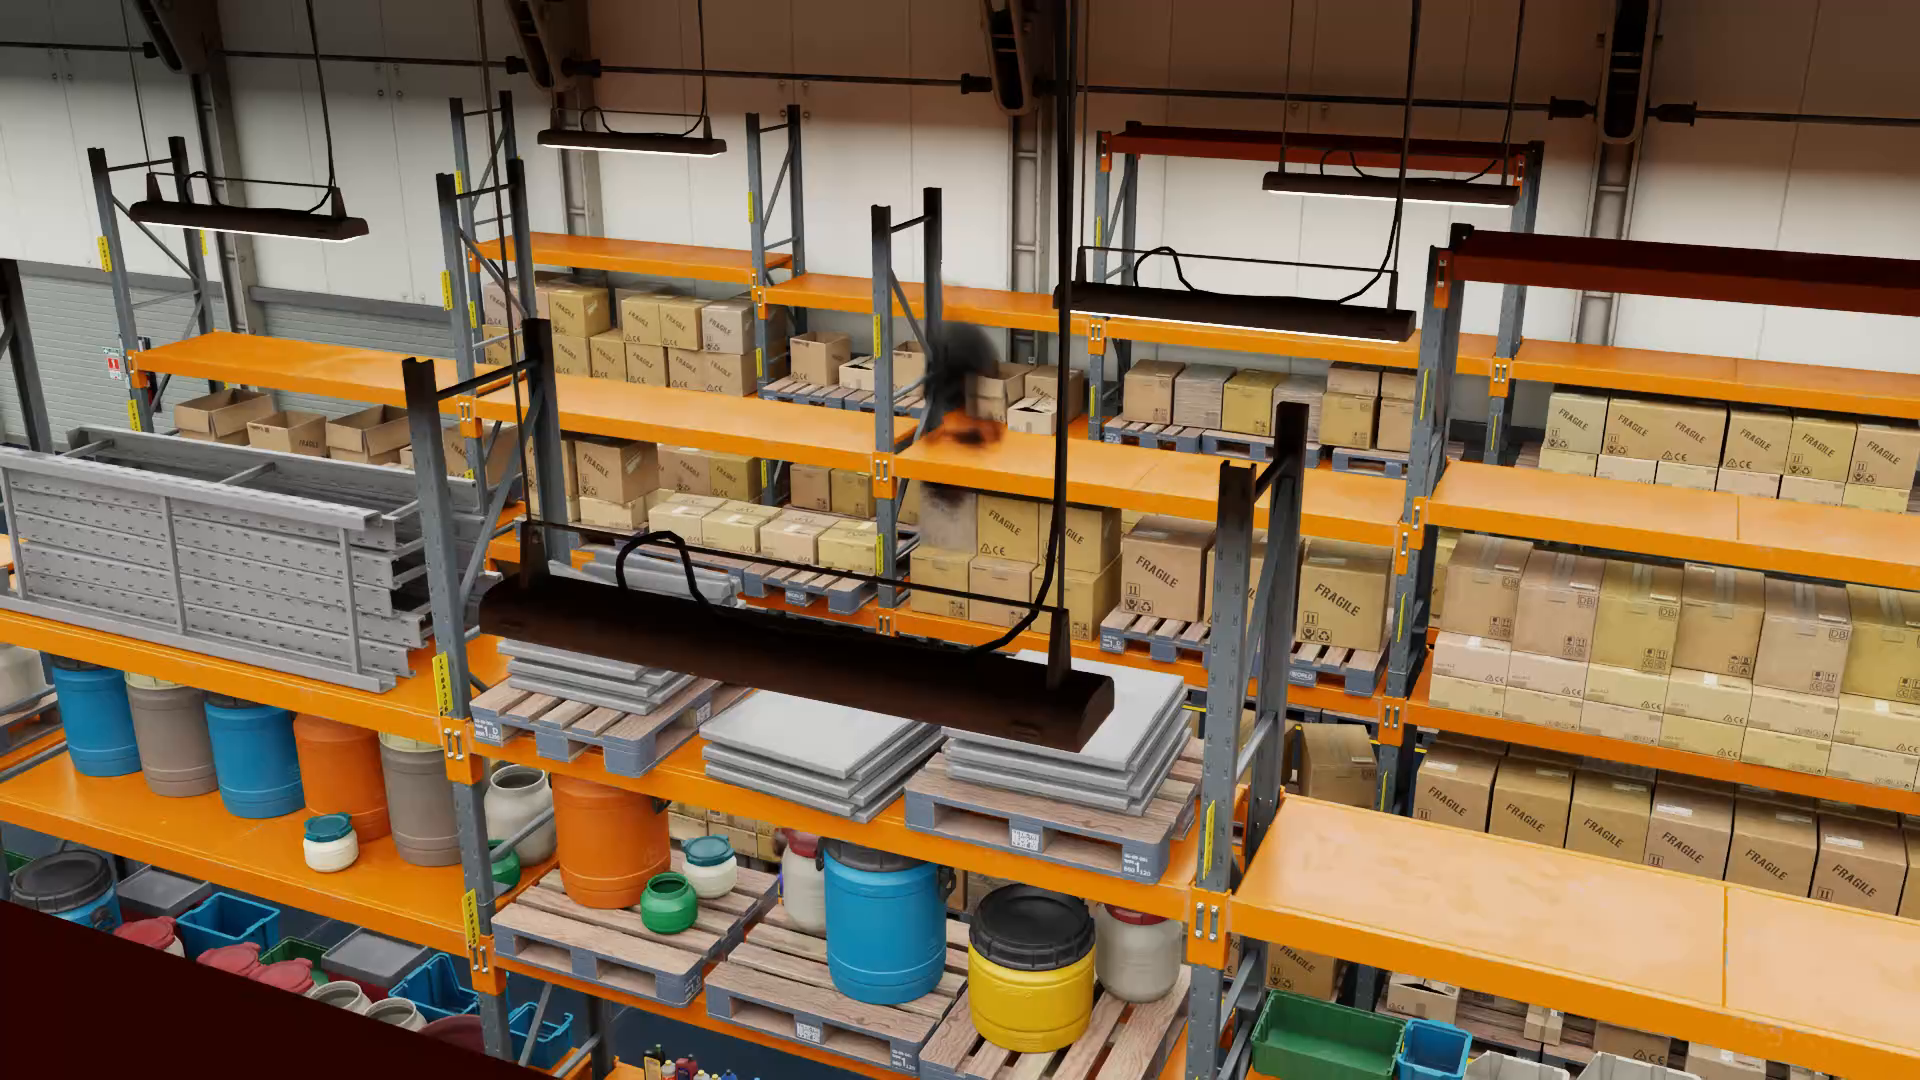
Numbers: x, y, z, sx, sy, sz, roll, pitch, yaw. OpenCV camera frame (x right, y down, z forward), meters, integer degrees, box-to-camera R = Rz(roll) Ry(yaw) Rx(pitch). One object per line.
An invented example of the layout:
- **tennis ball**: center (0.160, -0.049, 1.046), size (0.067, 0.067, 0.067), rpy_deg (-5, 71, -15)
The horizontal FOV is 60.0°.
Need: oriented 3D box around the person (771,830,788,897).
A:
- **person**: center (-1.181, 2.920, 12.709), size (0.677, 1.582, 0.562), rpy_deg (6, 21, 16)
